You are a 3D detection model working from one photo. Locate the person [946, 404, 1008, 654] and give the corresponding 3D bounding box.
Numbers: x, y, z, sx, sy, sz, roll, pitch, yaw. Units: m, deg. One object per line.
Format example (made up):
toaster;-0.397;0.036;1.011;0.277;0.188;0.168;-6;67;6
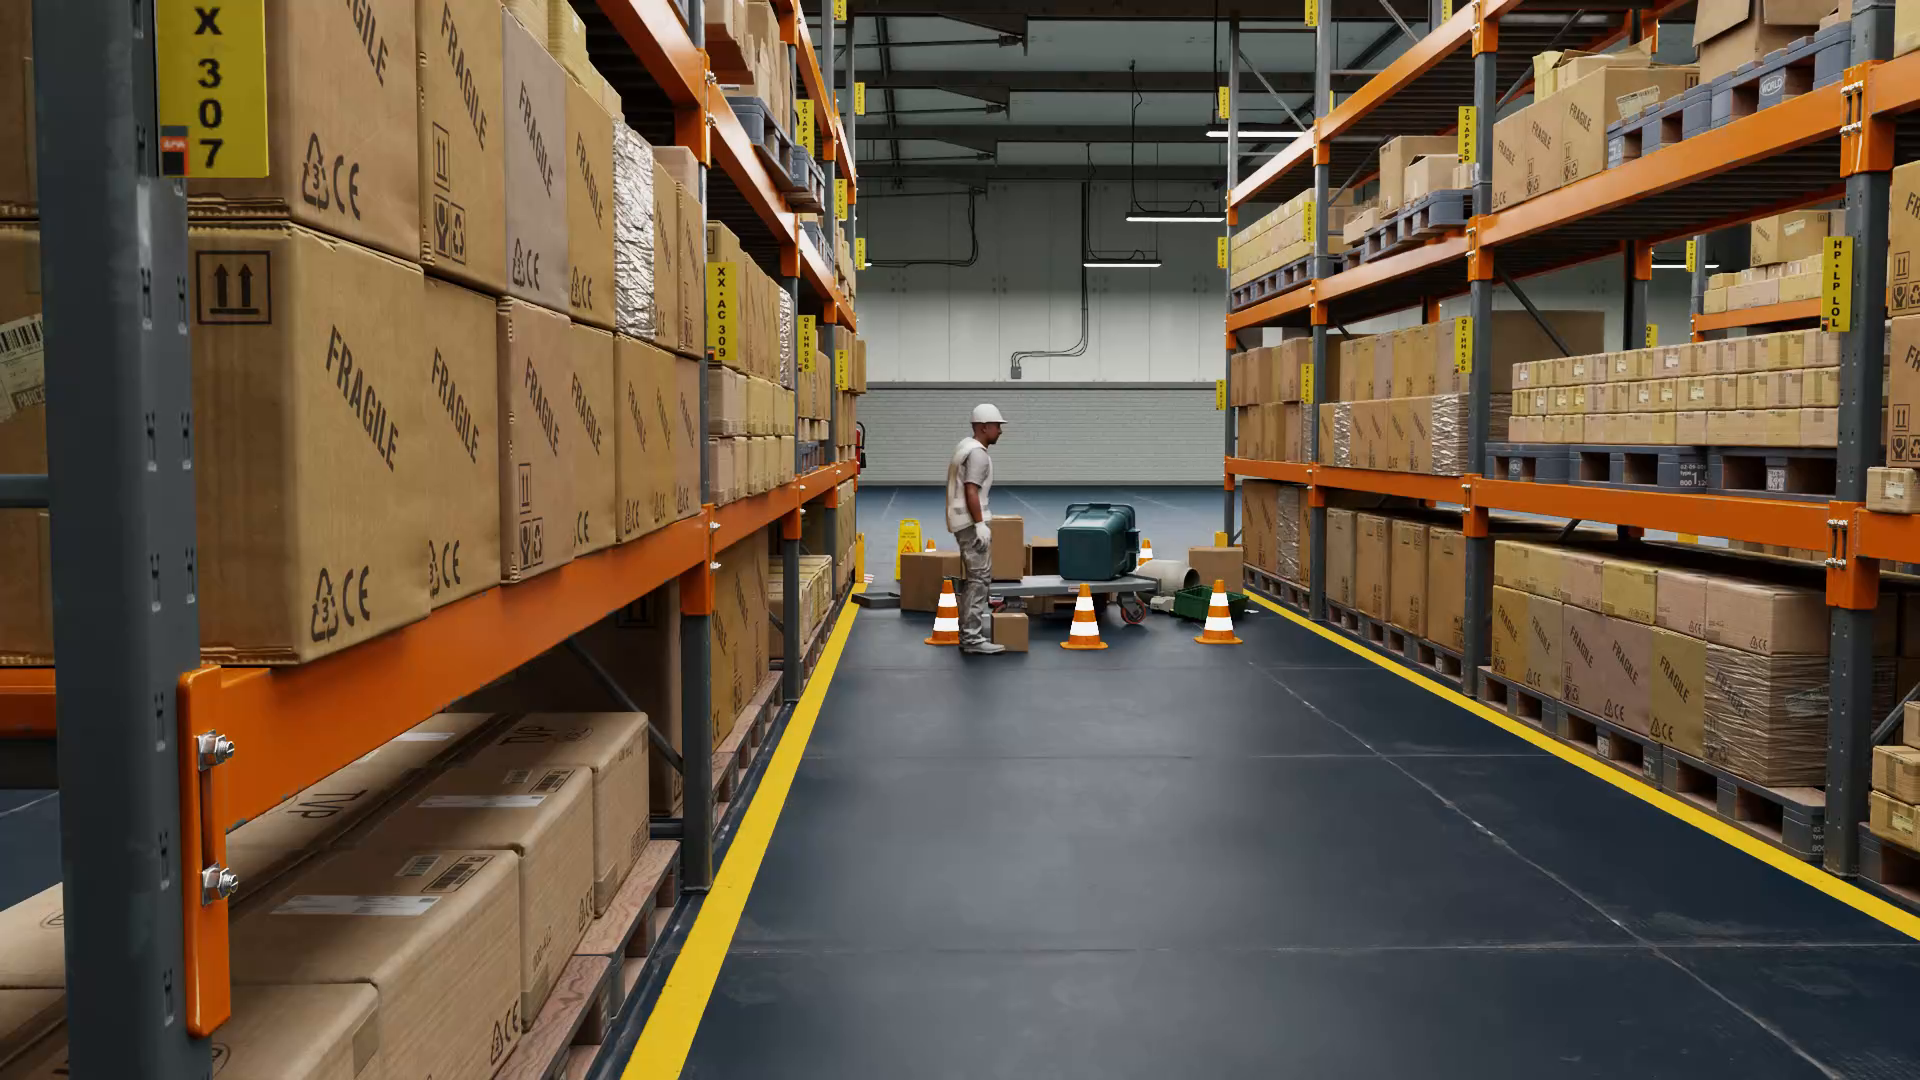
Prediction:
person;0.124;-0.088;11.956;0.448;1.774;0.617;0;4;-2
